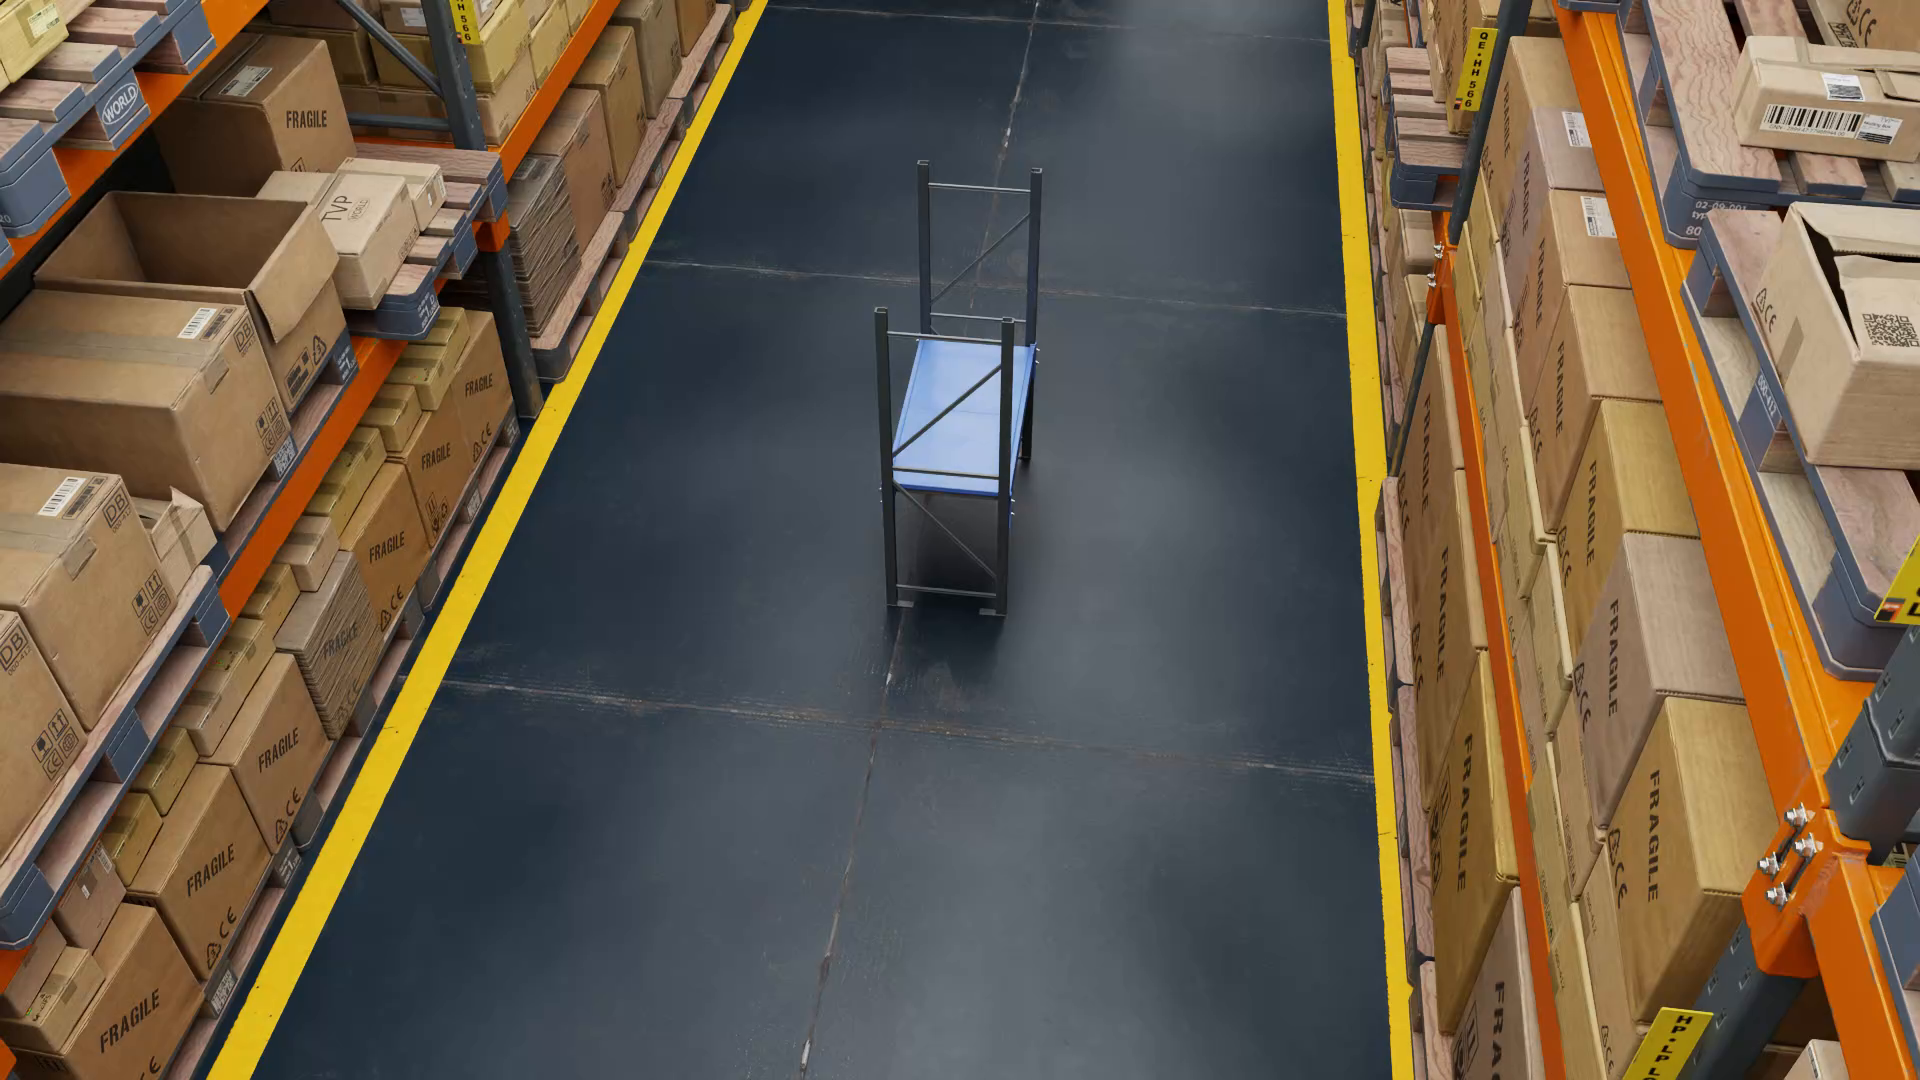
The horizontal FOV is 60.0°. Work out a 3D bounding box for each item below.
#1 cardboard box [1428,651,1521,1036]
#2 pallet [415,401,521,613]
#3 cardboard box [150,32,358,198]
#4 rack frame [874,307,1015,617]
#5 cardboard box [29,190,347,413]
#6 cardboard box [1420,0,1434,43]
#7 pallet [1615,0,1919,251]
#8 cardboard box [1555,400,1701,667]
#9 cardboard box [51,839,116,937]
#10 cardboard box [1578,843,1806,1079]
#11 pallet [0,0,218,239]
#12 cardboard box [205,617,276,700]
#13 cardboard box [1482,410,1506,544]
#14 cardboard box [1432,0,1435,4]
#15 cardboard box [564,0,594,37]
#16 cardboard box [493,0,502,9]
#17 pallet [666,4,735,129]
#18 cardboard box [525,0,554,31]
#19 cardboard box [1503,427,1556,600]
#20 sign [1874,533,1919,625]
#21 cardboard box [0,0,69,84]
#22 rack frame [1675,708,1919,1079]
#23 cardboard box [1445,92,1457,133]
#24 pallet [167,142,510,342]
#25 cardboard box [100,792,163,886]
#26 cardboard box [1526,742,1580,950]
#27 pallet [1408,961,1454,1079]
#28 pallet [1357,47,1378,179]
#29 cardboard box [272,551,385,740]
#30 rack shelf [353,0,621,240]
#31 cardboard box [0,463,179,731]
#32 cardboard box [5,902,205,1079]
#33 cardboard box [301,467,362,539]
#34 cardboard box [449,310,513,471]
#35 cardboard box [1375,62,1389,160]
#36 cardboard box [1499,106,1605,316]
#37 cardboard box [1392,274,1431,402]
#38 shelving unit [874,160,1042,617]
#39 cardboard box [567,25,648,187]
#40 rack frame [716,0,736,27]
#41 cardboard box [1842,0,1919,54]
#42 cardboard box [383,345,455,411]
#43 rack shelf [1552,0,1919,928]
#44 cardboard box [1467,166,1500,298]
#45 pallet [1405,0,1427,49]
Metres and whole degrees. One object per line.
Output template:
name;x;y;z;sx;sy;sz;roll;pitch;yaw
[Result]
cardboard box;2.020;1.008;5.243;0.875;0.875;0.875;6;44;7
pallet;-2.622;-0.221;7.330;1.003;0.211;1.213;5;44;6
cardboard box;-2.709;-1.592;6.371;0.500;0.500;0.500;7;44;7
rack frame;-0.056;-0.256;6.430;0.500;1.500;0.032;5;44;6
cardboard box;-2.519;-0.800;5.533;0.797;0.503;0.637;4;44;5
cardboard box;2.261;-2.322;7.397;0.380;0.149;0.250;6;44;6
pallet;2.257;-1.105;4.191;1.003;0.211;1.213;7;44;7
cardboard box;1.863;0.012;4.256;0.500;0.500;0.500;6;44;7
cardboard box;-2.717;0.997;4.840;0.380;0.149;0.250;3;44;3
cardboard box;1.723;0.986;3.773;0.500;0.250;0.500;5;44;5
pallet;-2.725;-1.179;4.269;1.213;0.211;1.003;5;44;6
cardboard box;-2.593;0.390;5.697;0.380;0.149;0.250;7;44;7
cardboard box;1.995;-0.217;5.407;0.500;0.250;0.500;7;44;7
cardboard box;2.342;-2.620;7.241;0.500;0.500;0.500;3;43;3
cardboard box;-2.053;-2.659;7.986;0.500;0.250;0.500;4;44;4
cardboard box;-2.118;-2.384;7.041;0.380;0.149;0.250;6;44;6
pallet;-2.016;-2.947;10.209;1.003;0.211;1.213;5;44;6
cardboard box;-2.118;-2.488;7.441;0.500;0.250;0.500;7;44;7
cardboard box;1.895;-0.060;4.877;0.500;0.250;0.500;6;44;6
sign;1.366;0.001;2.280;0.100;0.325;0.005;5;44;6
cardboard box;-2.406;-1.236;3.997;0.380;0.149;0.250;6;44;7
rack frame;1.906;1.435;3.552;1.000;3.000;0.127;5;44;6
cardboard box;2.208;-1.786;6.832;0.380;0.149;0.250;6;44;6
pallet;-2.506;-1.201;6.477;1.213;0.211;1.003;5;44;6
cardboard box;-2.721;0.914;5.144;0.380;0.149;0.250;3;44;3
cardboard box;1.783;0.814;4.318;0.500;0.250;0.500;5;44;5
pallet;1.933;1.915;5.074;1.003;0.211;1.213;5;44;6
pallet;2.862;-2.474;9.709;1.003;0.211;1.213;5;44;6
cardboard box;-2.522;0.376;6.184;0.500;0.500;0.500;4;44;4
rack shelf;-2.222;-2.841;8.592;1.077;0.370;4.000;5;44;6
cardboard box;-2.661;0.136;4.547;0.700;0.500;0.500;6;44;6
cardboard box;-2.728;1.433;5.068;0.500;0.500;0.500;7;44;7
cardboard box;-2.497;-0.150;6.268;0.380;0.149;0.250;5;44;5
cardboard box;-2.329;-0.676;7.295;0.500;0.500;0.500;6;44;7
cardboard box;2.805;-2.367;9.174;0.950;0.372;0.625;8;44;8
cardboard box;2.071;-1.037;5.364;0.500;0.500;0.500;5;44;6
cardboard box;2.519;-0.873;7.596;0.950;0.372;0.625;3;43;3
shelving unit;0.011;-0.603;6.796;0.538;1.500;1.048;5;44;6
cardboard box;-2.223;-2.358;8.981;0.875;0.625;0.625;4;44;4
rack frame;-1.957;-4.465;9.784;1.000;3.000;0.127;5;44;6
cardboard box;2.489;-1.341;3.925;0.500;0.500;0.500;6;44;6
cardboard box;-2.306;-0.671;6.818;0.380;0.149;0.250;3;44;3
rack shelf;2.170;-0.756;4.208;1.077;0.370;4.000;5;44;6
cardboard box;2.123;-1.095;5.970;0.500;0.250;0.500;5;44;5
pallet;2.655;-2.574;7.926;1.003;0.211;1.213;5;44;6
